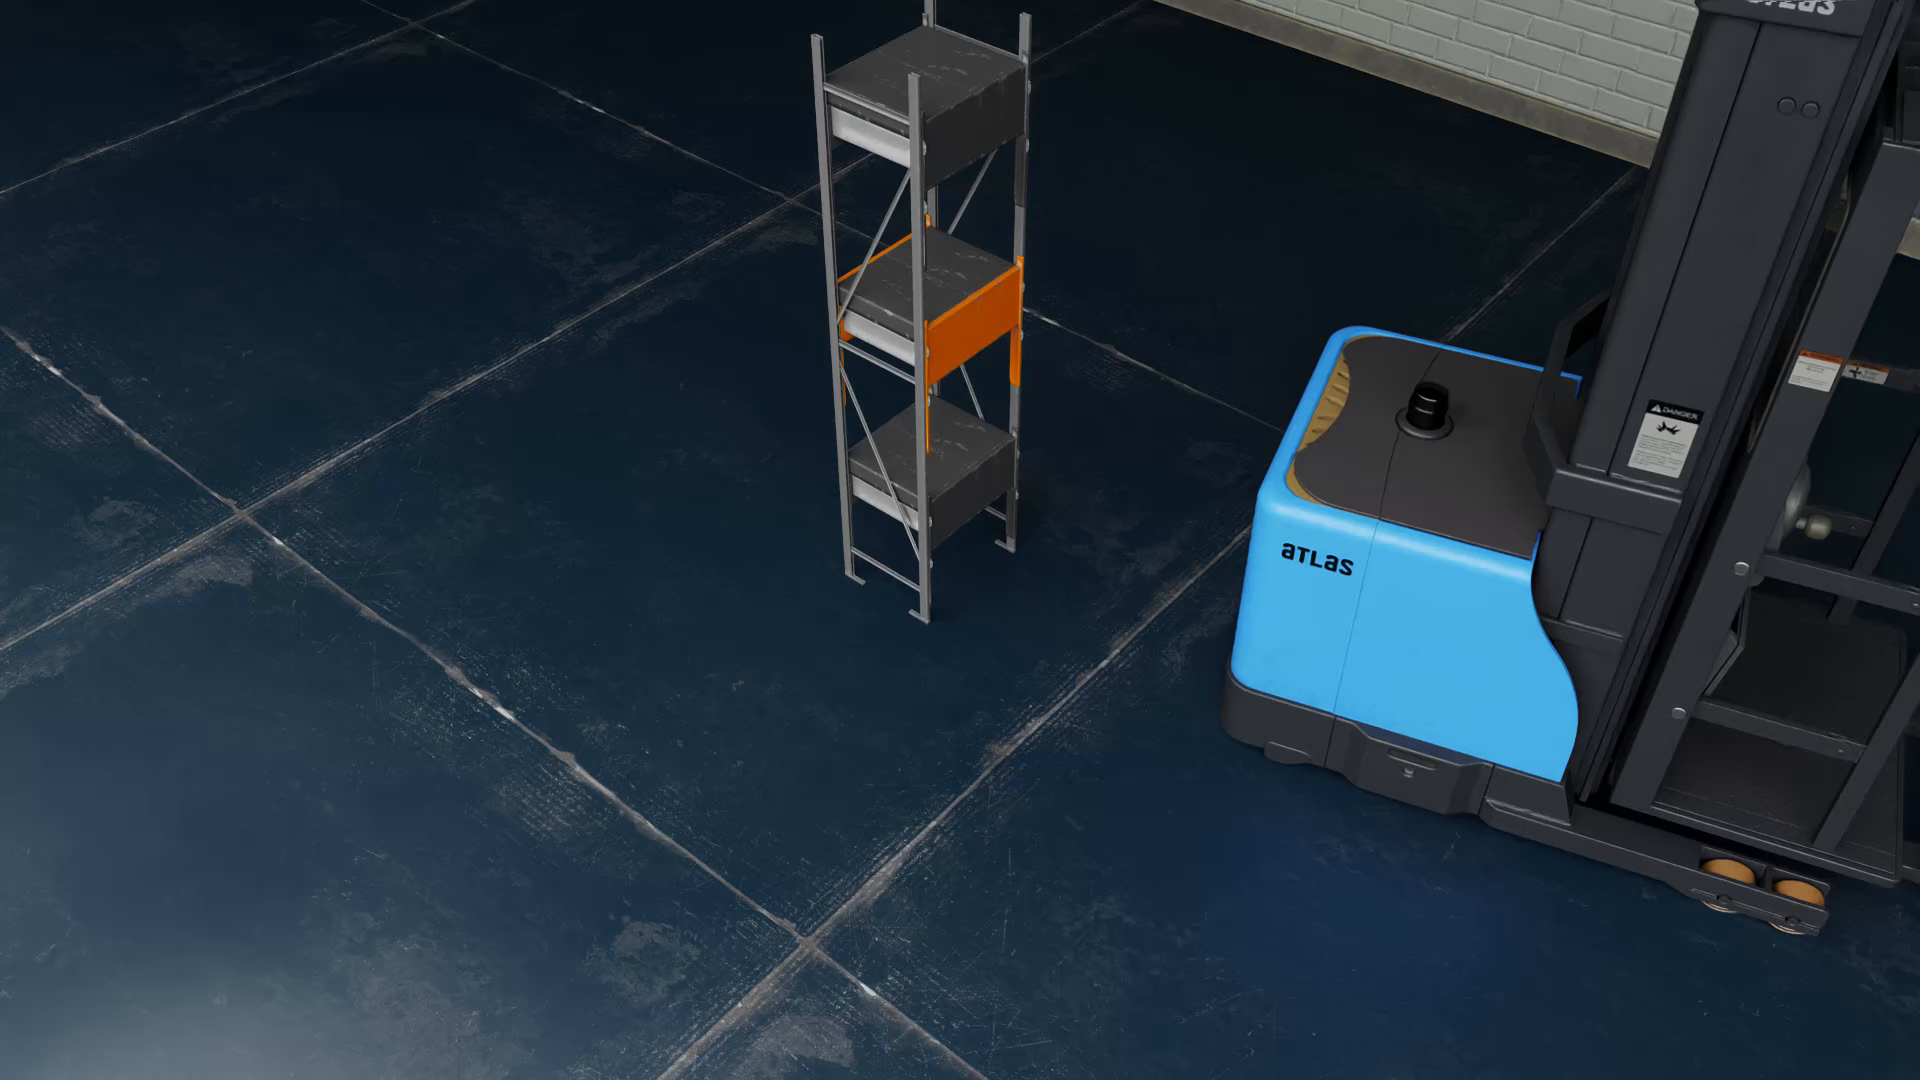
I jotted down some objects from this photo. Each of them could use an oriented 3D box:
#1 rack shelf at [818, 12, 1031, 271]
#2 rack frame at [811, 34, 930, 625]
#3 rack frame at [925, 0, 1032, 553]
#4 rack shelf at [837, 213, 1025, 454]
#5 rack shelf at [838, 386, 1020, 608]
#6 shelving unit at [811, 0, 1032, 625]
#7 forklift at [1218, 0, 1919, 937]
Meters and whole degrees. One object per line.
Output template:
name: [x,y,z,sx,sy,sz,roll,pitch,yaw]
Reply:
rack shelf: [-0.107,-1.199,4.988,0.431,0.518,0.480,29,50,28]
rack frame: [-0.264,-0.566,5.312,0.400,2.100,0.015,29,50,28]
rack frame: [0.051,-0.817,5.588,0.400,2.100,0.015,29,50,28]
rack shelf: [-0.107,-0.682,5.459,0.431,0.518,0.480,29,50,28]
rack shelf: [-0.107,-0.164,5.930,0.431,0.518,0.480,29,50,28]
shelving unit: [-0.107,-0.692,5.450,0.431,2.100,0.503,29,50,28]
forklift: [2.419,-0.320,4.423,3.031,2.935,1.130,16,45,17]
